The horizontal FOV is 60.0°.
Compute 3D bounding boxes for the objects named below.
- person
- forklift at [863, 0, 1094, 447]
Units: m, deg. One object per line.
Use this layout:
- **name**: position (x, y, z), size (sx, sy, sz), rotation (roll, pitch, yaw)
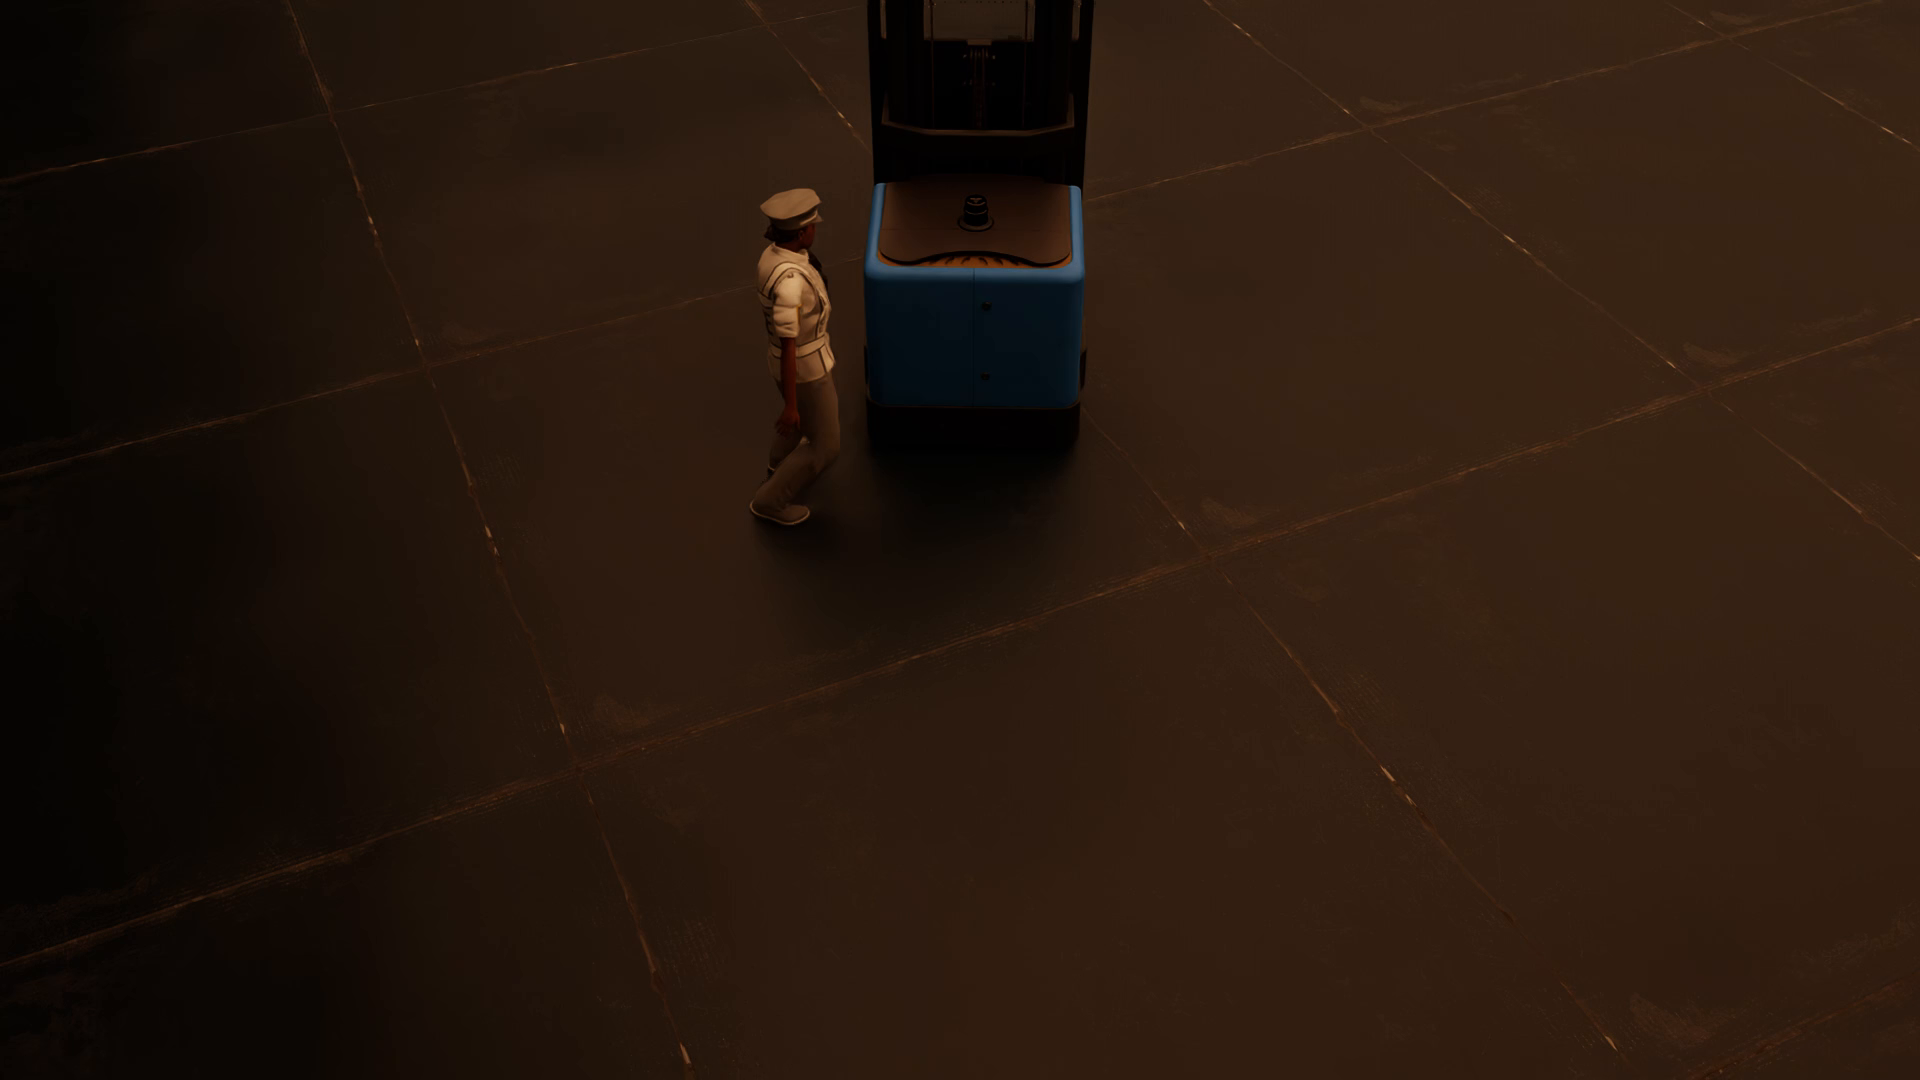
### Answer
- **person**: position (-0.793, -0.788, 7.522), size (0.466, 1.592, 0.817), rotation (-7, 43, -7)
- **forklift**: position (0.104, -2.516, 8.376), size (1.130, 2.935, 3.031), rotation (1, 43, 1)
